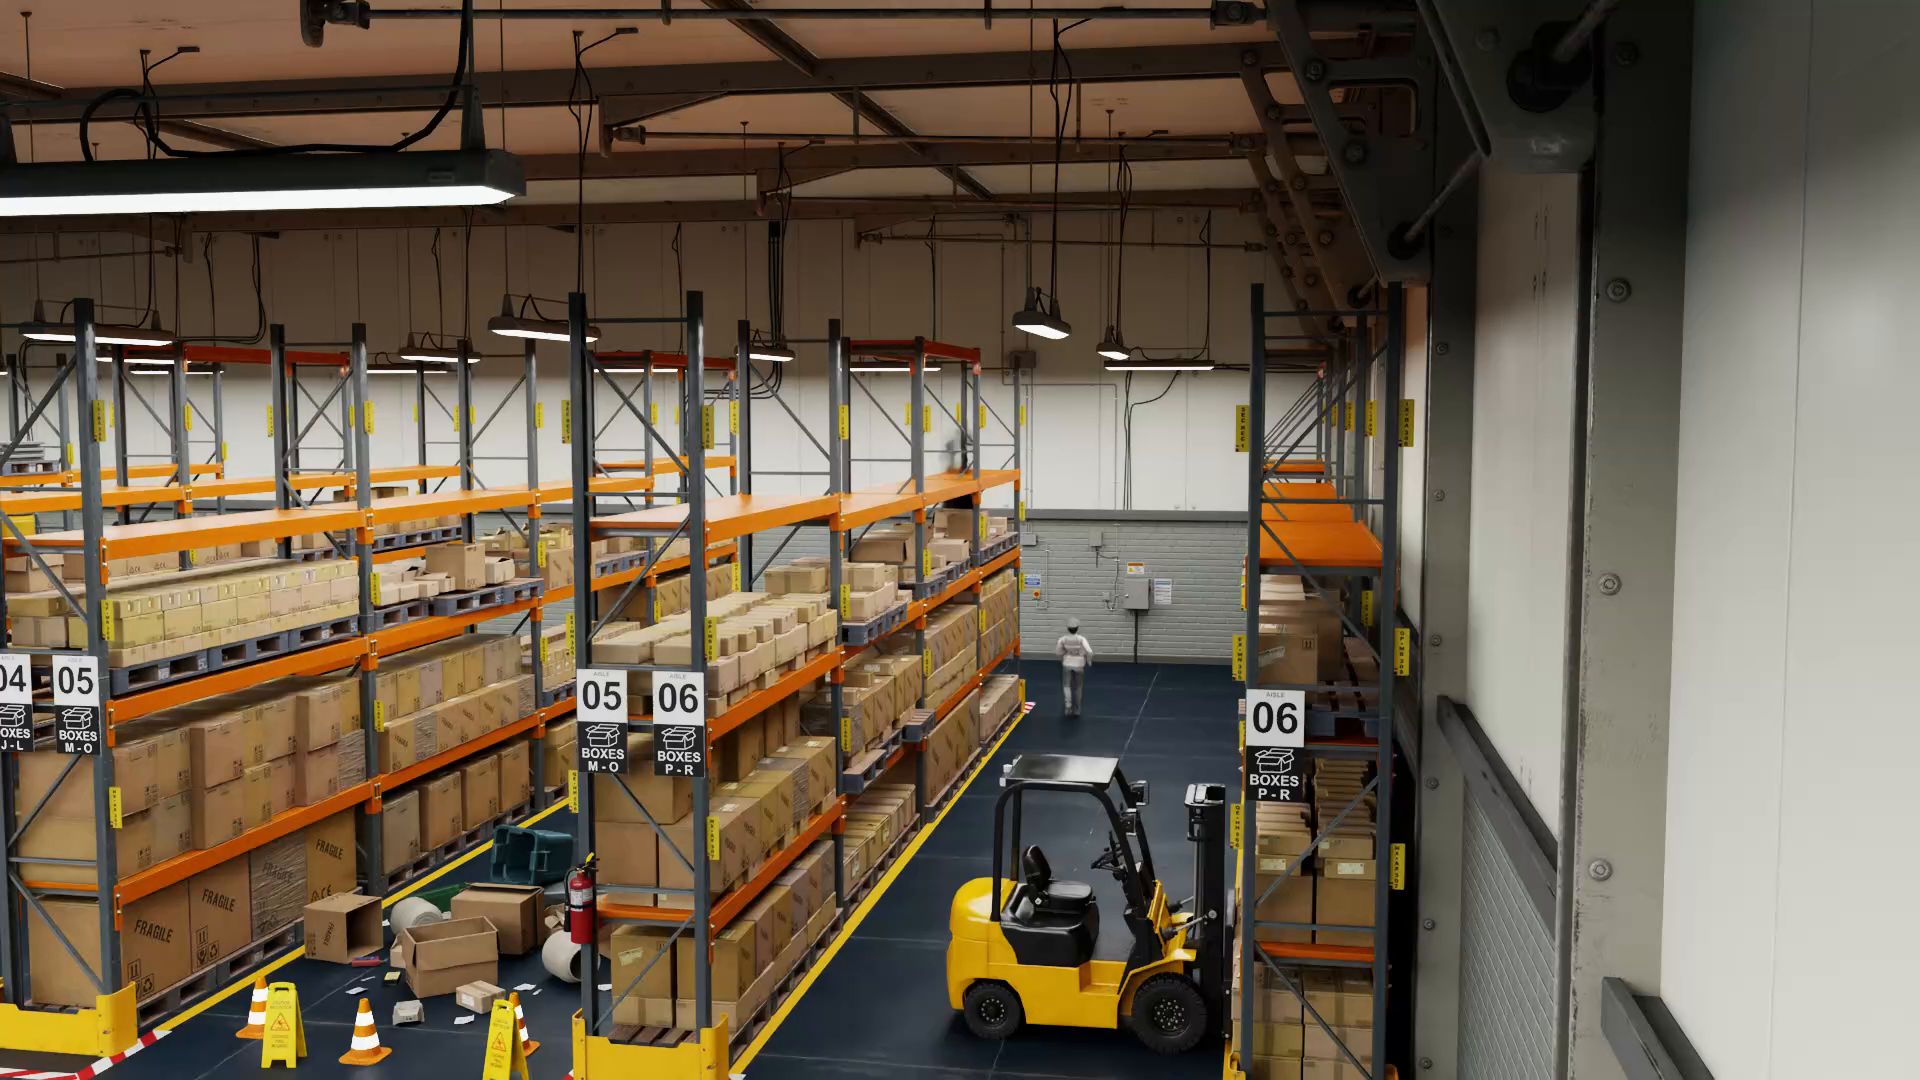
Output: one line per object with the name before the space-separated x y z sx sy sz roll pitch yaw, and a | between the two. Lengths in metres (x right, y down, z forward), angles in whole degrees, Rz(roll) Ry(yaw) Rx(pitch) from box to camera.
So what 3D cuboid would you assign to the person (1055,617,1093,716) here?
person | 1.892 2.104 27.557 0.644 1.657 0.867 1 5 9
